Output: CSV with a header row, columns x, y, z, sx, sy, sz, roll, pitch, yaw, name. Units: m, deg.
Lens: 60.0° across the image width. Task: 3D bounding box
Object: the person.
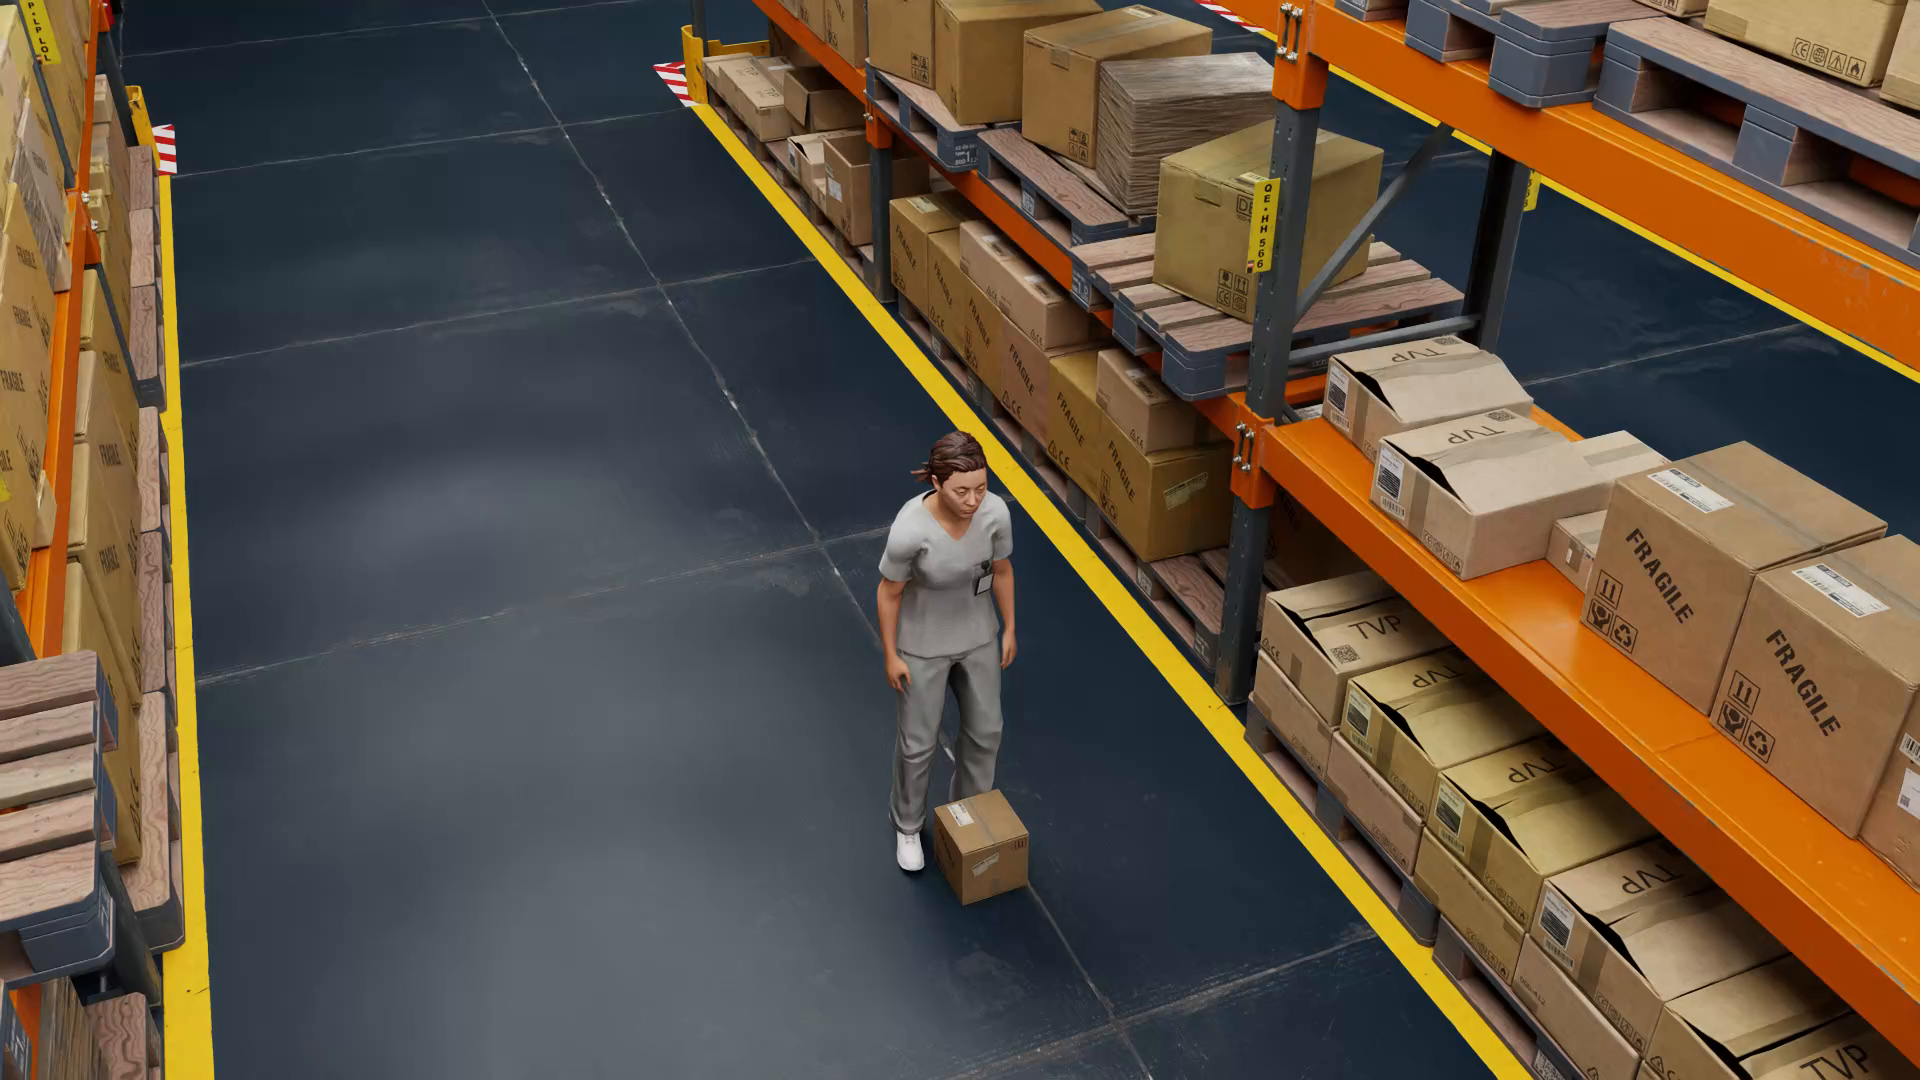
x,y,z,sx,sy,sz,roll,pitch,yaw,name
-0.025,0.368,5.588,0.485,1.673,0.406,-13,36,-18,person
